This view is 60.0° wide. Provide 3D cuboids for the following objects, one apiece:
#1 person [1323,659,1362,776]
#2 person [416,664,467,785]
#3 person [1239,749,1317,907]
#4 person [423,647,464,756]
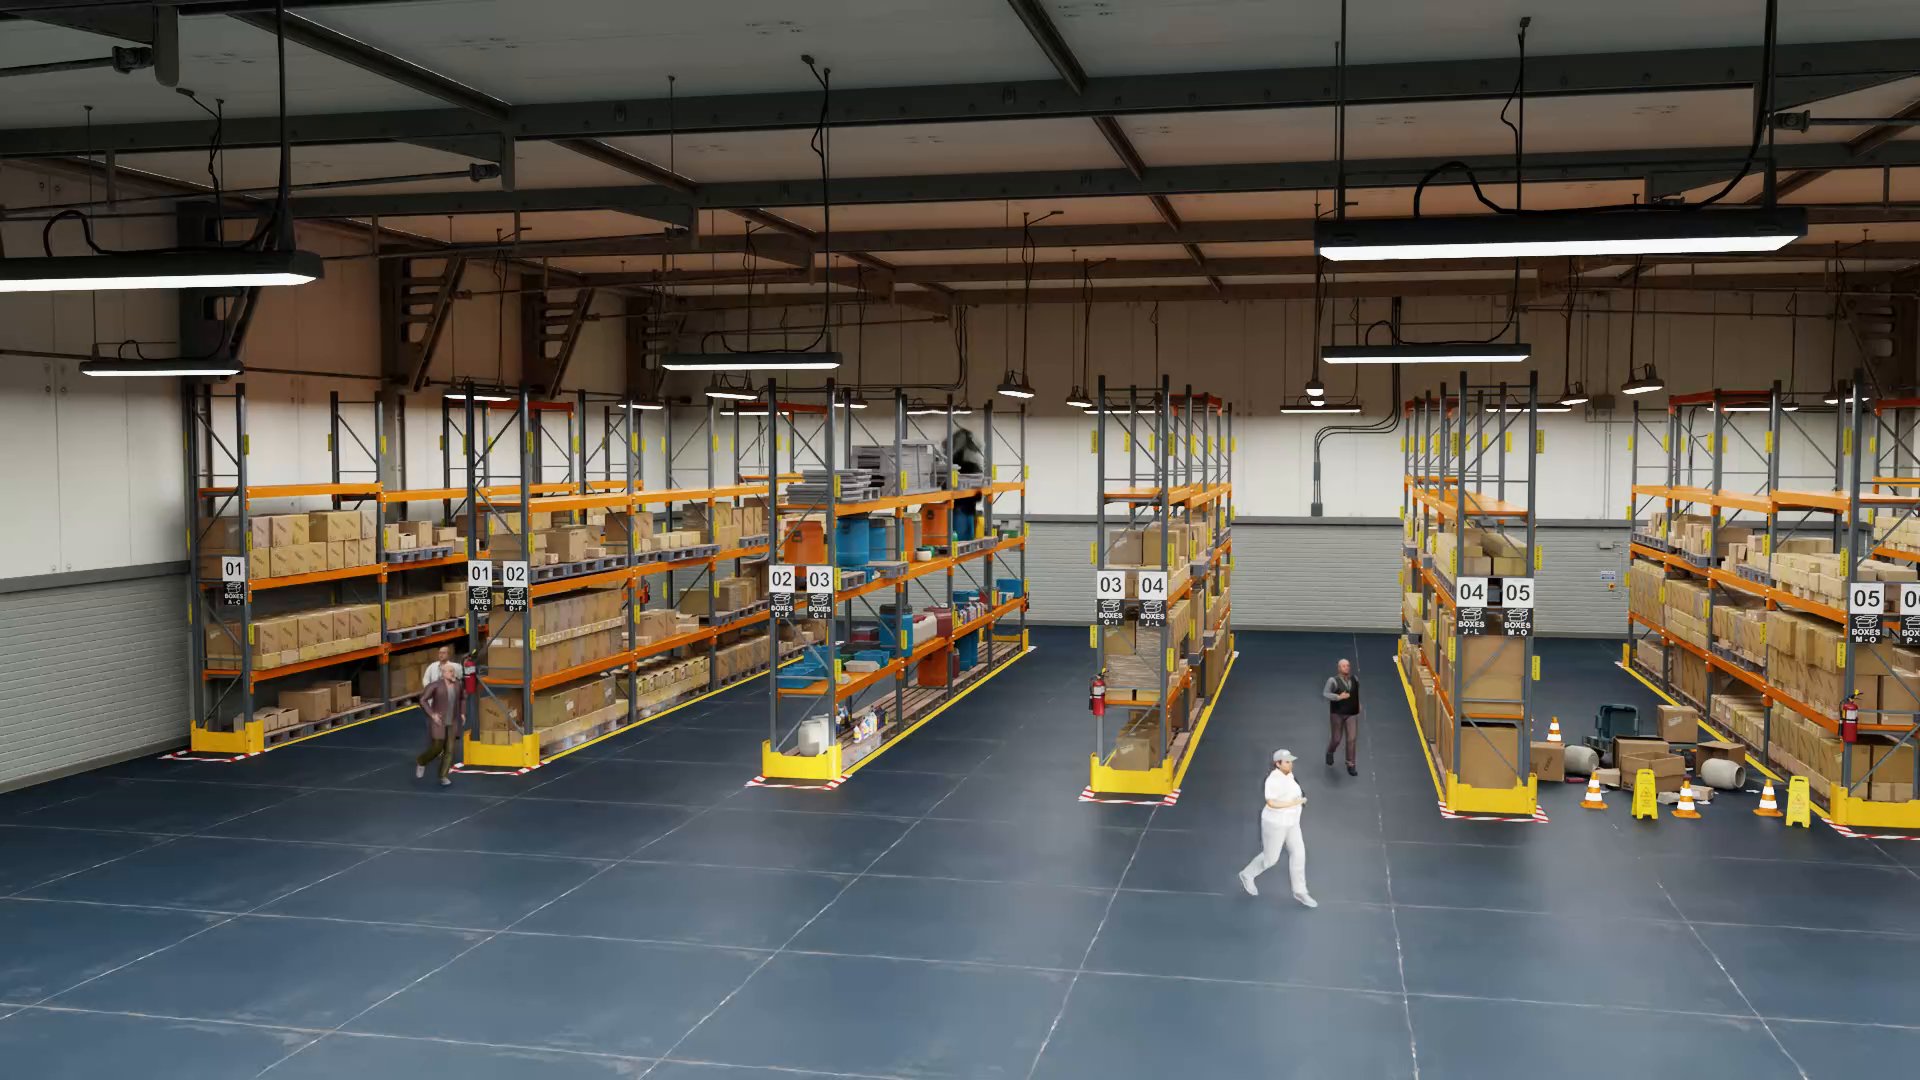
[{"bbox_3d":[5.836,2.667,25.325,0.689,1.712,0.939,-1,3,-9],"label":"person"},{"bbox_3d":[-7.674,2.722,24.775,0.775,1.744,0.777,3,4,41],"label":"person"},{"bbox_3d":[3.481,3.111,18.156,0.902,1.673,0.632,3,4,41],"label":"person"},{"bbox_3d":[-8.355,2.599,26.976,0.751,1.740,0.773,0,3,5],"label":"person"}]
